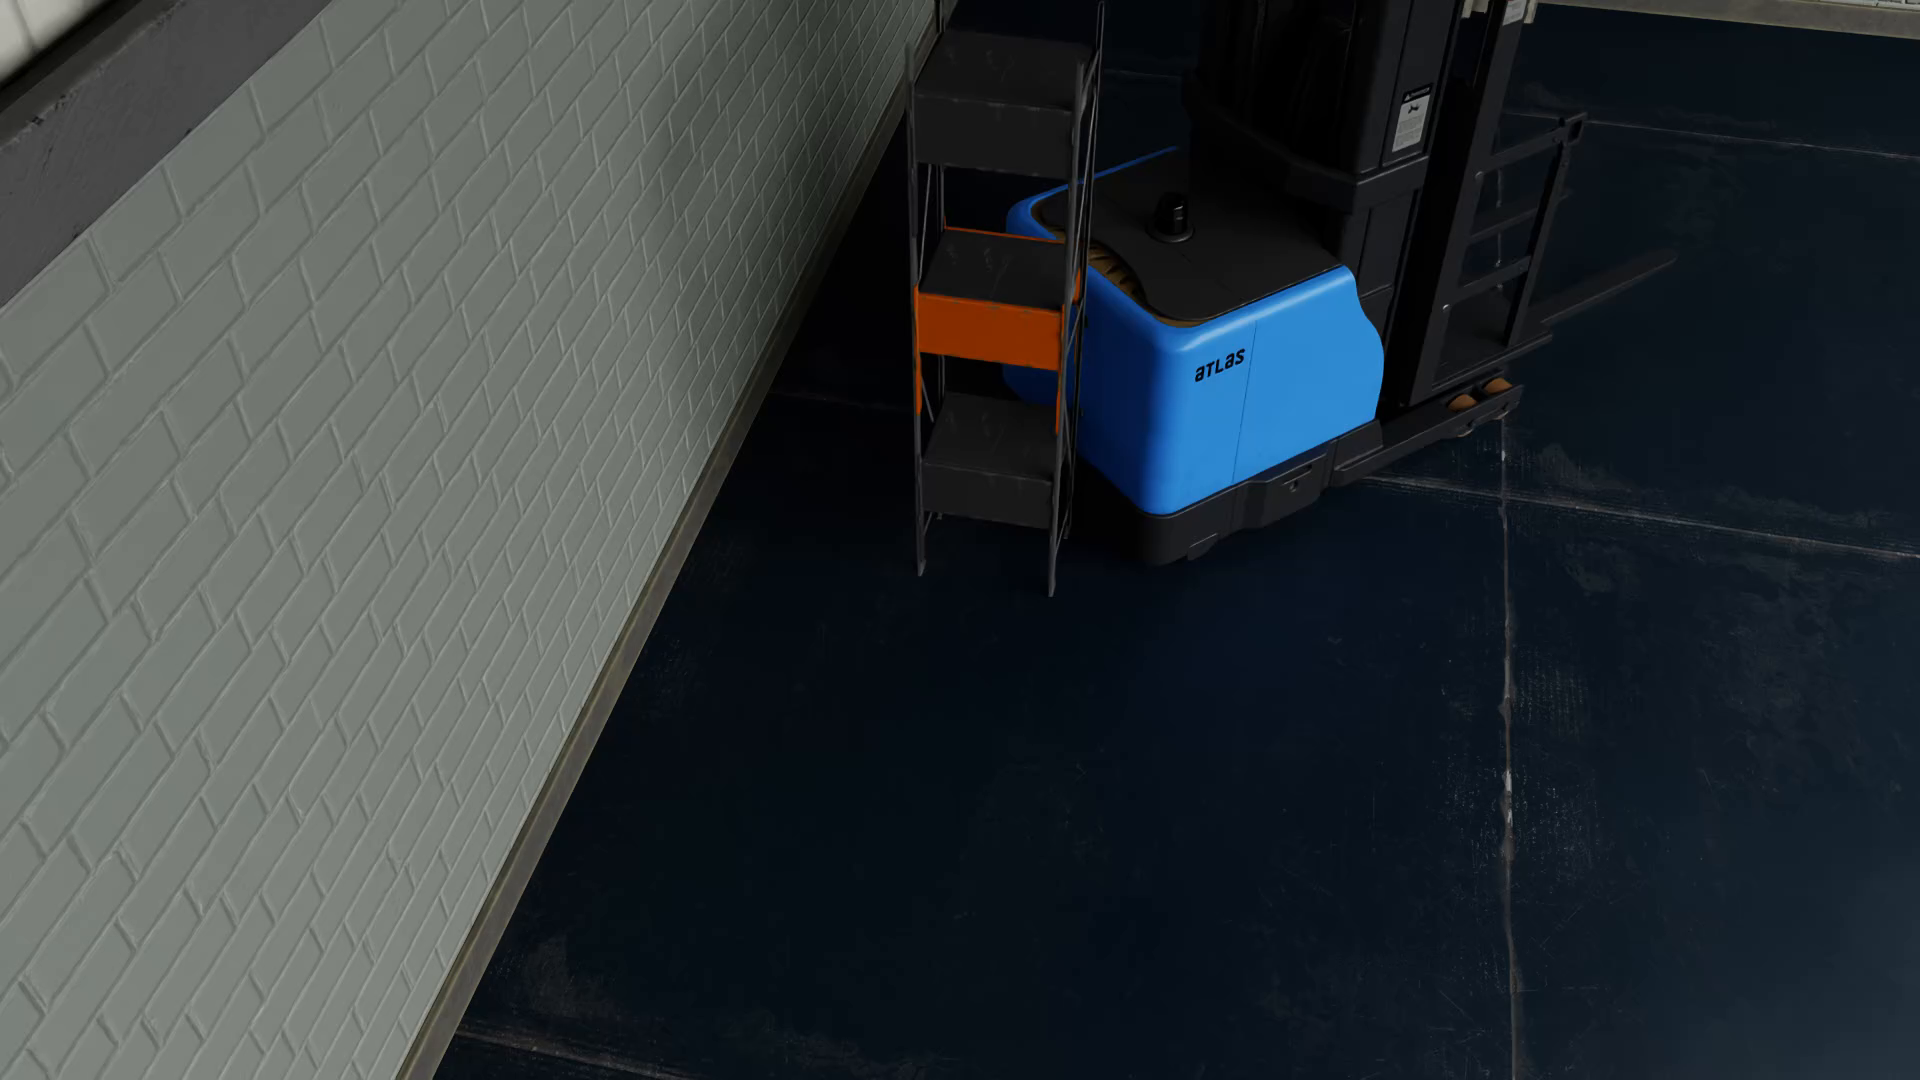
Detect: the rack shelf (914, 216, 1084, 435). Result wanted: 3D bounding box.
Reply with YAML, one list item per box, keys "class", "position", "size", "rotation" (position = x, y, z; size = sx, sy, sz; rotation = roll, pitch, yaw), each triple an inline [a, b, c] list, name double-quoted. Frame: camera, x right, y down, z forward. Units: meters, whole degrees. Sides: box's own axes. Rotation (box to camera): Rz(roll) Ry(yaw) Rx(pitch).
- class: "rack shelf"
  position: [0.134, -0.709, 5.492]
  size: [0.480, 0.518, 0.431]
  rotation: [9, 45, 9]

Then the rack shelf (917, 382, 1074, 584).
- class: "rack shelf"
  position: [0.133, -0.205, 5.978]
  size: [0.480, 0.518, 0.431]
  rotation: [9, 45, 9]

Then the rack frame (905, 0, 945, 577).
- class: "rack frame"
  position: [-0.104, -0.757, 5.521]
  size: [0.015, 2.100, 0.400]
  rotation: [9, 45, 9]

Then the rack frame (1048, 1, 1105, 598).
- class: "rack frame"
  position: [0.372, -0.682, 5.444]
  size: [0.015, 2.100, 0.400]
  rotation: [9, 45, 9]

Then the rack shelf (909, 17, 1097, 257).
- class: "rack shelf"
  position: [0.134, -1.214, 5.007]
  size: [0.480, 0.518, 0.431]
  rotation: [9, 45, 9]

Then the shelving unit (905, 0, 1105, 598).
- class: "shelving unit"
  position: [0.134, -0.719, 5.483]
  size: [0.503, 2.100, 0.431]
  rotation: [9, 45, 9]

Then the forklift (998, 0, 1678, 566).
- class: "forklift"
  position: [1.667, -1.757, 5.961]
  size: [3.031, 2.935, 1.130]
  rotation: [-24, 49, -23]
